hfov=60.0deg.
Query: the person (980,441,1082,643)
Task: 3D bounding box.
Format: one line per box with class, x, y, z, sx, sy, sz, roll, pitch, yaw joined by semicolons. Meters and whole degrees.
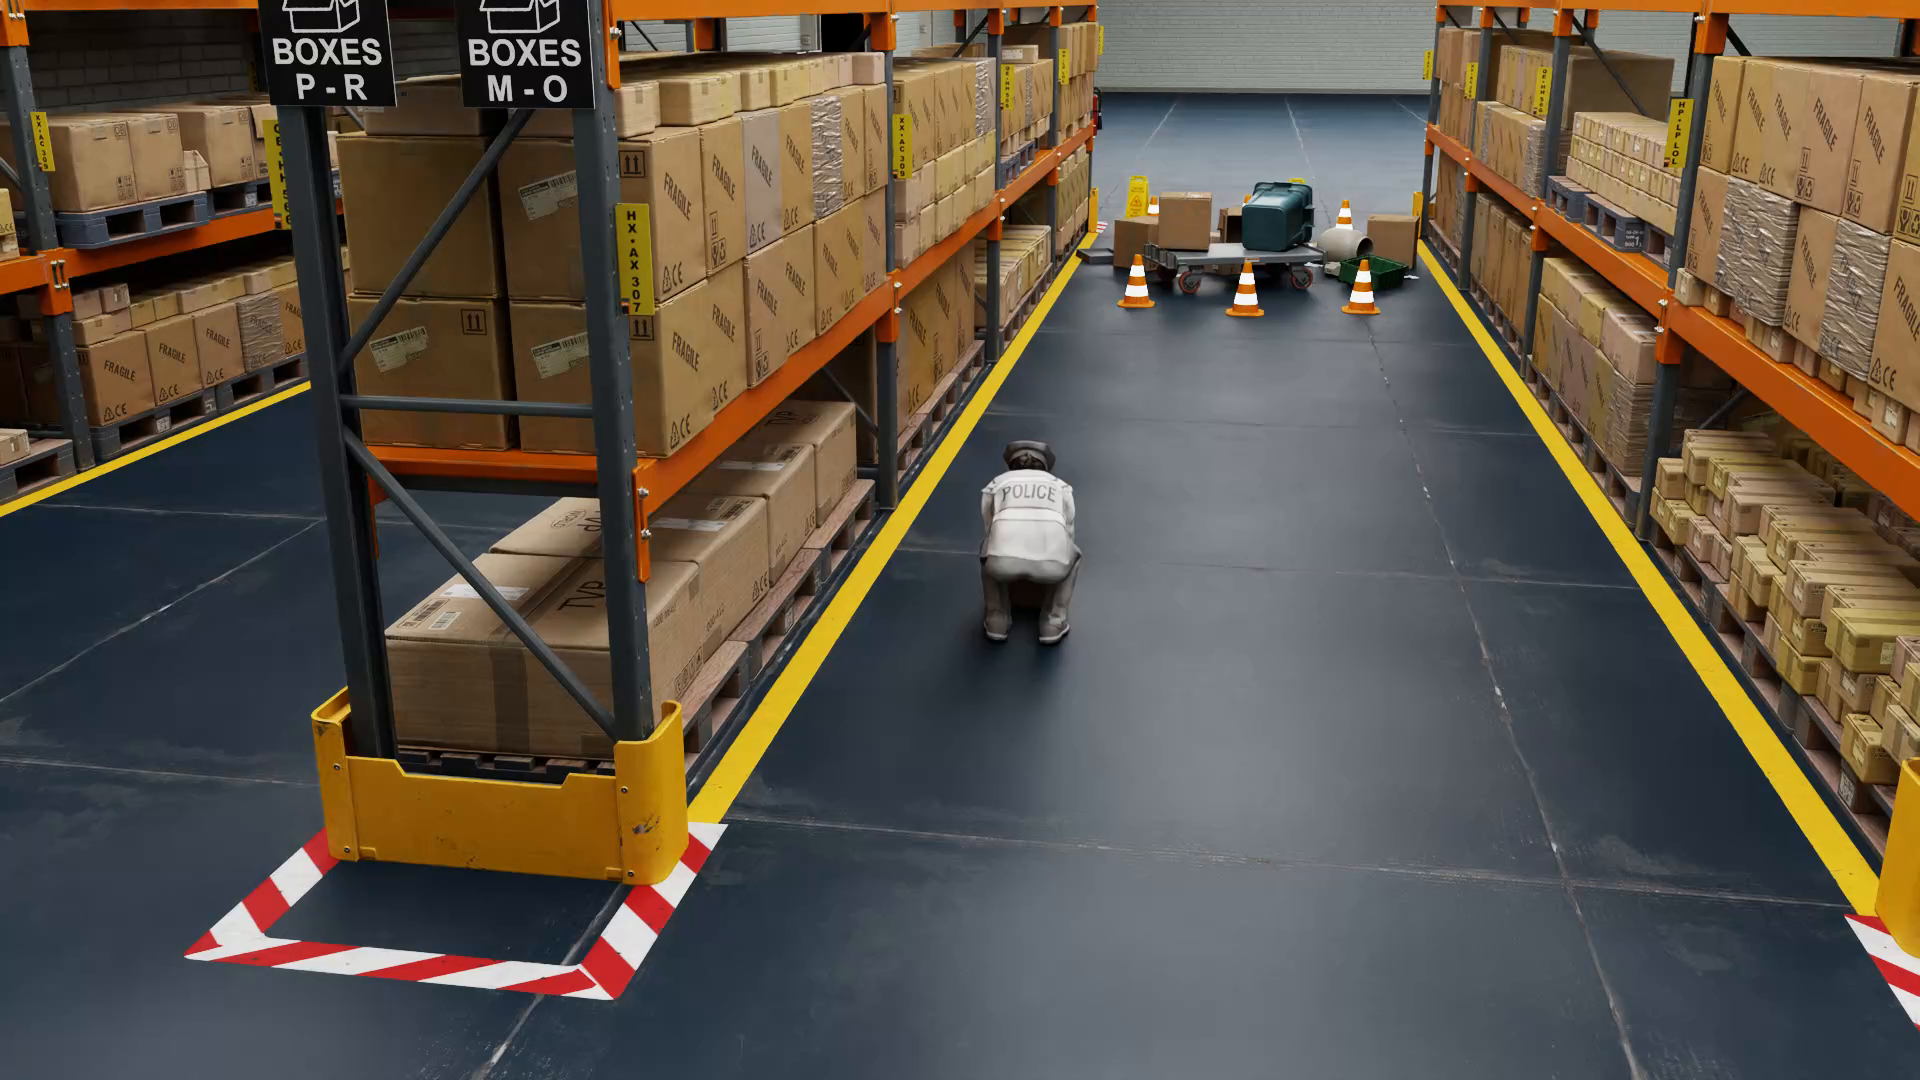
person;0.312;0.033;7.499;0.468;0.829;0.894;3;18;8
